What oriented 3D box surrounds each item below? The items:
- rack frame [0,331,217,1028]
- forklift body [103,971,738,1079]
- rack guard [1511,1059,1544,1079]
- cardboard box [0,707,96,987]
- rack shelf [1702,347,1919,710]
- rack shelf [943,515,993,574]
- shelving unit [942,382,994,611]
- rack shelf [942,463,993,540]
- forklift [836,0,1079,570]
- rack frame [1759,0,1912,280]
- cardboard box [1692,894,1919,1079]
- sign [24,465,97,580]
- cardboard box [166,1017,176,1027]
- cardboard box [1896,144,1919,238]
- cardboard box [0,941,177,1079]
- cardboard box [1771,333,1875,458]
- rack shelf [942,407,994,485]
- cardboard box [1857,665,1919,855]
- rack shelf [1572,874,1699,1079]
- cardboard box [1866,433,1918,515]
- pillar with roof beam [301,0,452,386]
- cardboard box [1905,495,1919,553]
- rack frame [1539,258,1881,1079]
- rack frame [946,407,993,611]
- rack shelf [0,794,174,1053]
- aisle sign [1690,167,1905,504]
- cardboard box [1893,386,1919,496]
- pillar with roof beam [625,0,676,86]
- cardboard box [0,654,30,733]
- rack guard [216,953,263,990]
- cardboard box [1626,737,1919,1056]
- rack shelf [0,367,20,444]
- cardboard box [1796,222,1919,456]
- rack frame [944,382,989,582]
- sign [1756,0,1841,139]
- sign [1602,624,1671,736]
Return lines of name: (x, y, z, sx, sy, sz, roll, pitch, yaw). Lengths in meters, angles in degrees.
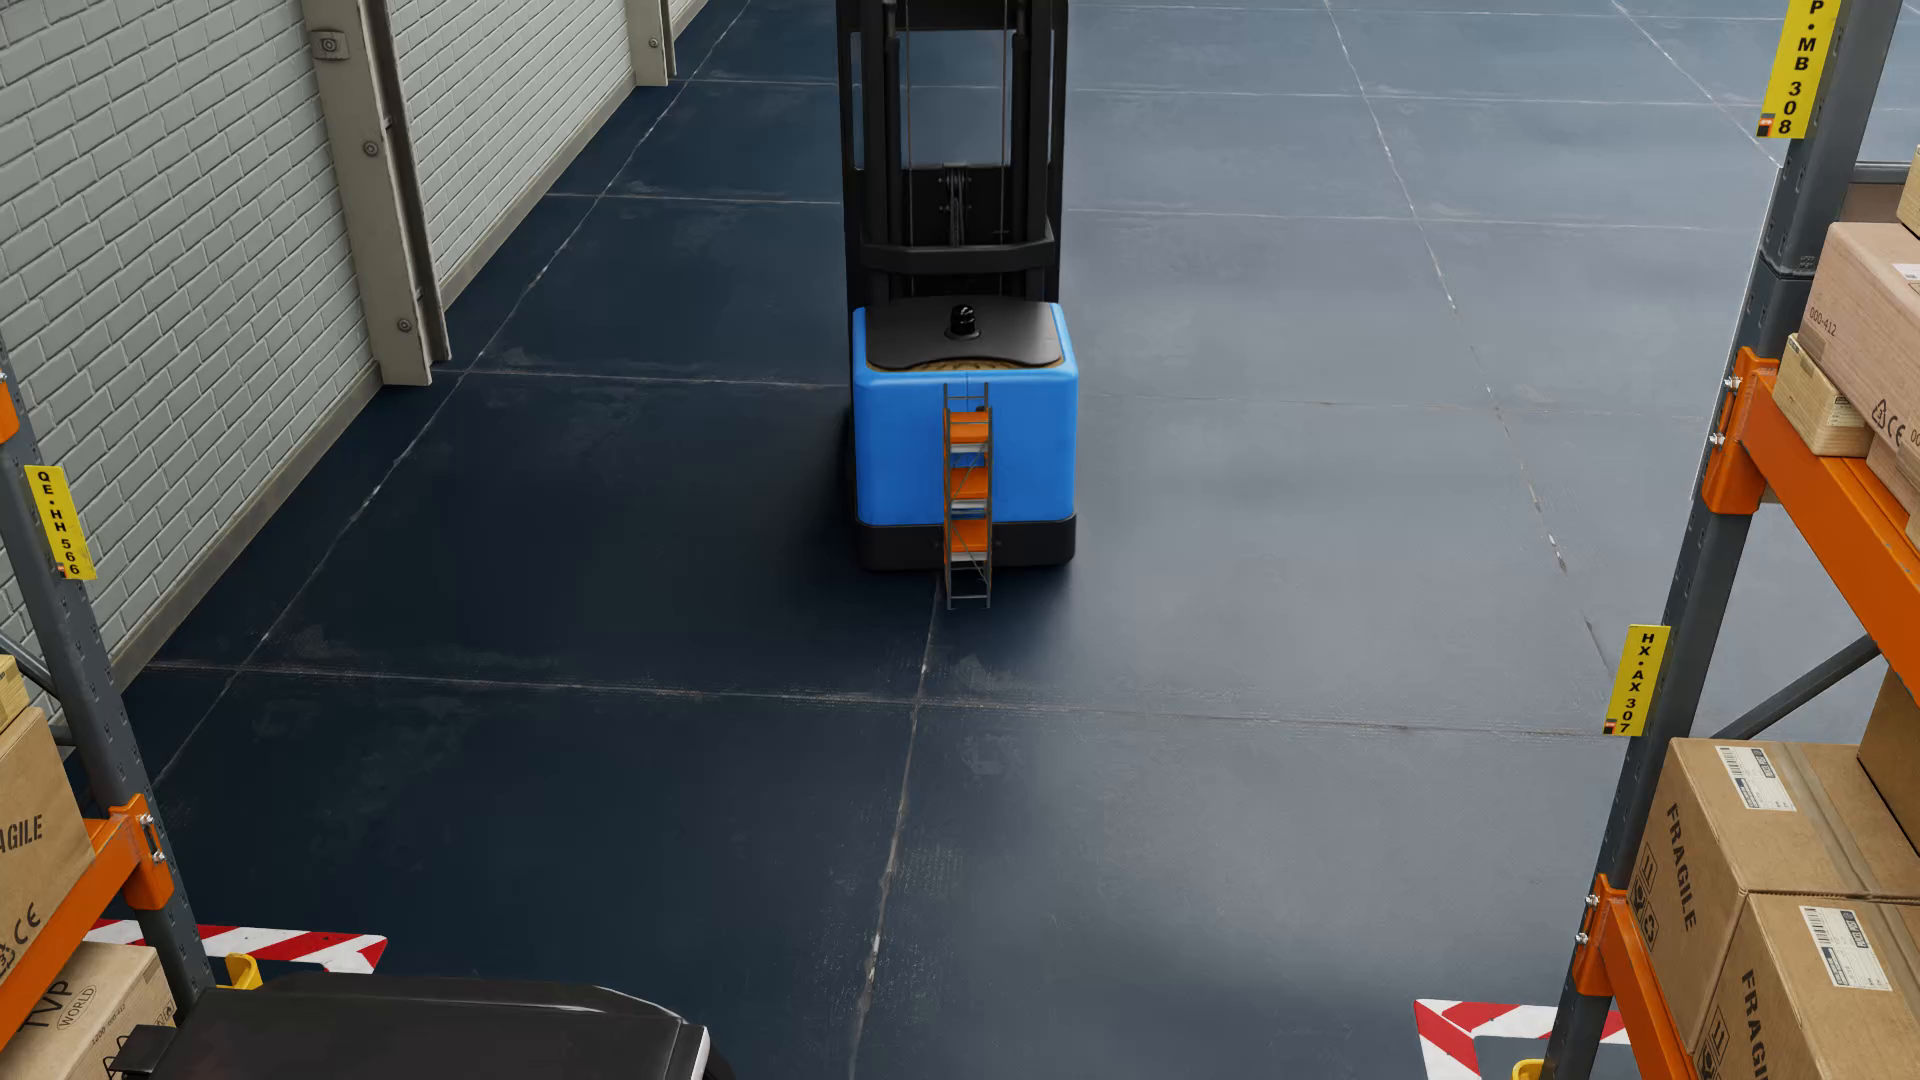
rack frame: (-2.770, 0.523, 4.542, 0.949, 2.616, 0.053, 2, 32, 4)
forklift body: (-1.109, 1.954, 3.029, 2.313, 2.155, 1.214, 2, 32, 4)
rack guard: (2.168, 1.837, 4.793, 1.175, 0.500, 0.348, 2, 32, 4)
cardboard box: (-2.551, 0.749, 4.080, 0.500, 0.500, 0.500, 2, 32, 3)
rack shelf: (2.012, 0.808, 1.906, 1.077, 0.370, 4.000, 2, 32, 4)
rack shelf: (0.034, 0.059, 7.703, 0.215, 0.259, 0.240, -2, 32, -3)
shelving unit: (0.034, -0.186, 7.552, 0.215, 1.050, 0.252, -2, 32, -3)
rack shelf: (0.034, -0.177, 7.557, 0.215, 0.259, 0.240, -2, 32, -3)
forklift: (-0.052, -1.849, 8.457, 1.130, 2.935, 3.031, -2, 32, -3)
rack frame: (2.175, -1.821, 2.627, 1.000, 3.000, 0.127, 2, 32, 4)
cardboard box: (1.821, 1.071, 3.275, 0.500, 0.500, 0.500, 3, 32, 5)
sign: (-2.233, -0.040, 4.127, 0.100, 0.325, 0.005, 2, 32, 4)
cardboard box: (-2.501, 1.570, 4.587, 0.500, 0.250, 0.500, 2, 32, 3)
cardboard box: (1.942, -0.599, 2.984, 0.380, 0.149, 0.250, 2, 32, 4)
cardboard box: (-2.500, 1.343, 4.479, 0.500, 0.250, 0.500, 3, 32, 6)
cardboard box: (1.824, -0.277, 3.221, 0.380, 0.149, 0.250, 2, 32, 4)
rack shelf: (0.034, -0.419, 7.409, 0.215, 0.259, 0.240, -2, 32, -3)
cardboard box: (2.351, 0.415, 3.386, 0.700, 0.500, 0.500, 2, 32, 3)
rack shelf: (2.012, 2.085, 2.693, 1.077, 0.370, 4.000, 2, 32, 4)
cardboard box: (1.892, -0.136, 2.992, 0.380, 0.149, 0.250, 1, 32, 2)
pillar with roof beam: (1.051, -4.659, 7.232, 9.100, 9.000, 0.400, 2, 32, 4)
cardboard box: (1.836, 0.001, 2.770, 0.380, 0.149, 0.250, 3, 32, 5)
rack frame: (2.175, 0.733, 4.201, 1.000, 3.000, 0.127, 2, 32, 4)
rack frame: (0.041, -0.123, 7.448, 0.200, 1.050, 0.008, -2, 32, -3)
rack shelf: (-2.936, 1.875, 3.034, 1.077, 0.370, 4.000, 2, 32, 4)
aisle sign: (1.871, -0.419, 3.593, 0.394, 0.787, 0.004, 2, 32, 4)
cardboard box: (1.817, -0.092, 2.541, 0.500, 0.250, 0.500, 2, 32, 3)
pillar with roof beam: (1.540, -7.796, 12.323, 9.100, 9.000, 0.400, 2, 32, 4)
cardboard box: (-2.522, 0.398, 4.032, 0.380, 0.149, 0.250, 3, 32, 5)
rack guard: (-2.771, 1.575, 5.218, 1.175, 0.500, 0.348, 2, 32, 4)
cardboard box: (1.860, 0.800, 3.714, 0.500, 0.500, 0.500, 2, 32, 3)
rack shelf: (-2.936, 0.598, 2.247, 1.077, 0.370, 4.000, 2, 32, 4)
cardboard box: (1.868, -0.355, 2.967, 0.500, 0.250, 0.500, 2, 32, 3)
rack frame: (0.027, -0.250, 7.656, 0.200, 1.050, 0.008, -2, 32, -3)
sign: (1.634, -0.939, 3.222, 0.100, 0.325, 0.005, 2, 32, 4)
sign: (1.634, 0.342, 4.012, 0.100, 0.325, 0.005, 2, 32, 4)
